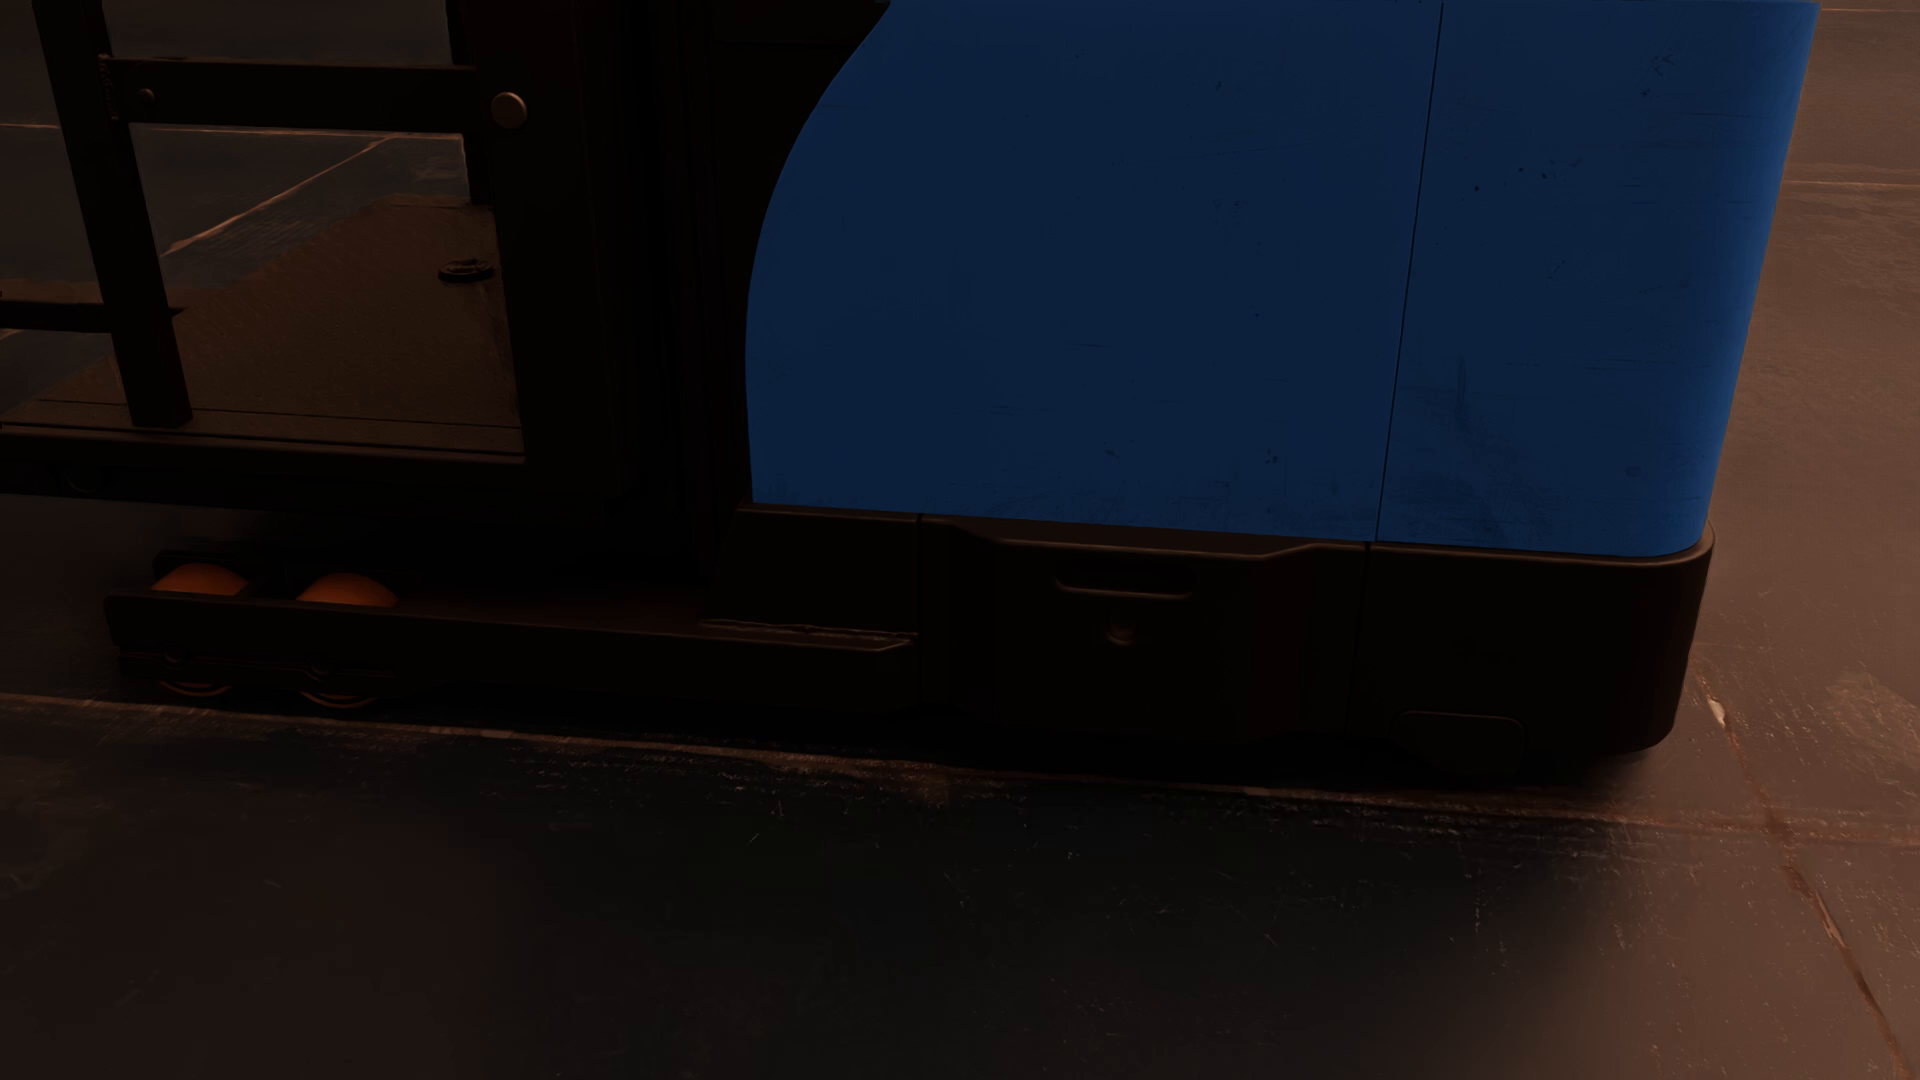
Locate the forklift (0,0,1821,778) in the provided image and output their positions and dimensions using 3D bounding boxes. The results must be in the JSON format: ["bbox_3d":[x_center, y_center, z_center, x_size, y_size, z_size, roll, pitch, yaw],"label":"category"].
[{"bbox_3d":[-0.611,-1.329,1.881,3.031,2.935,1.130,4,27,7],"label":"forklift"}]
